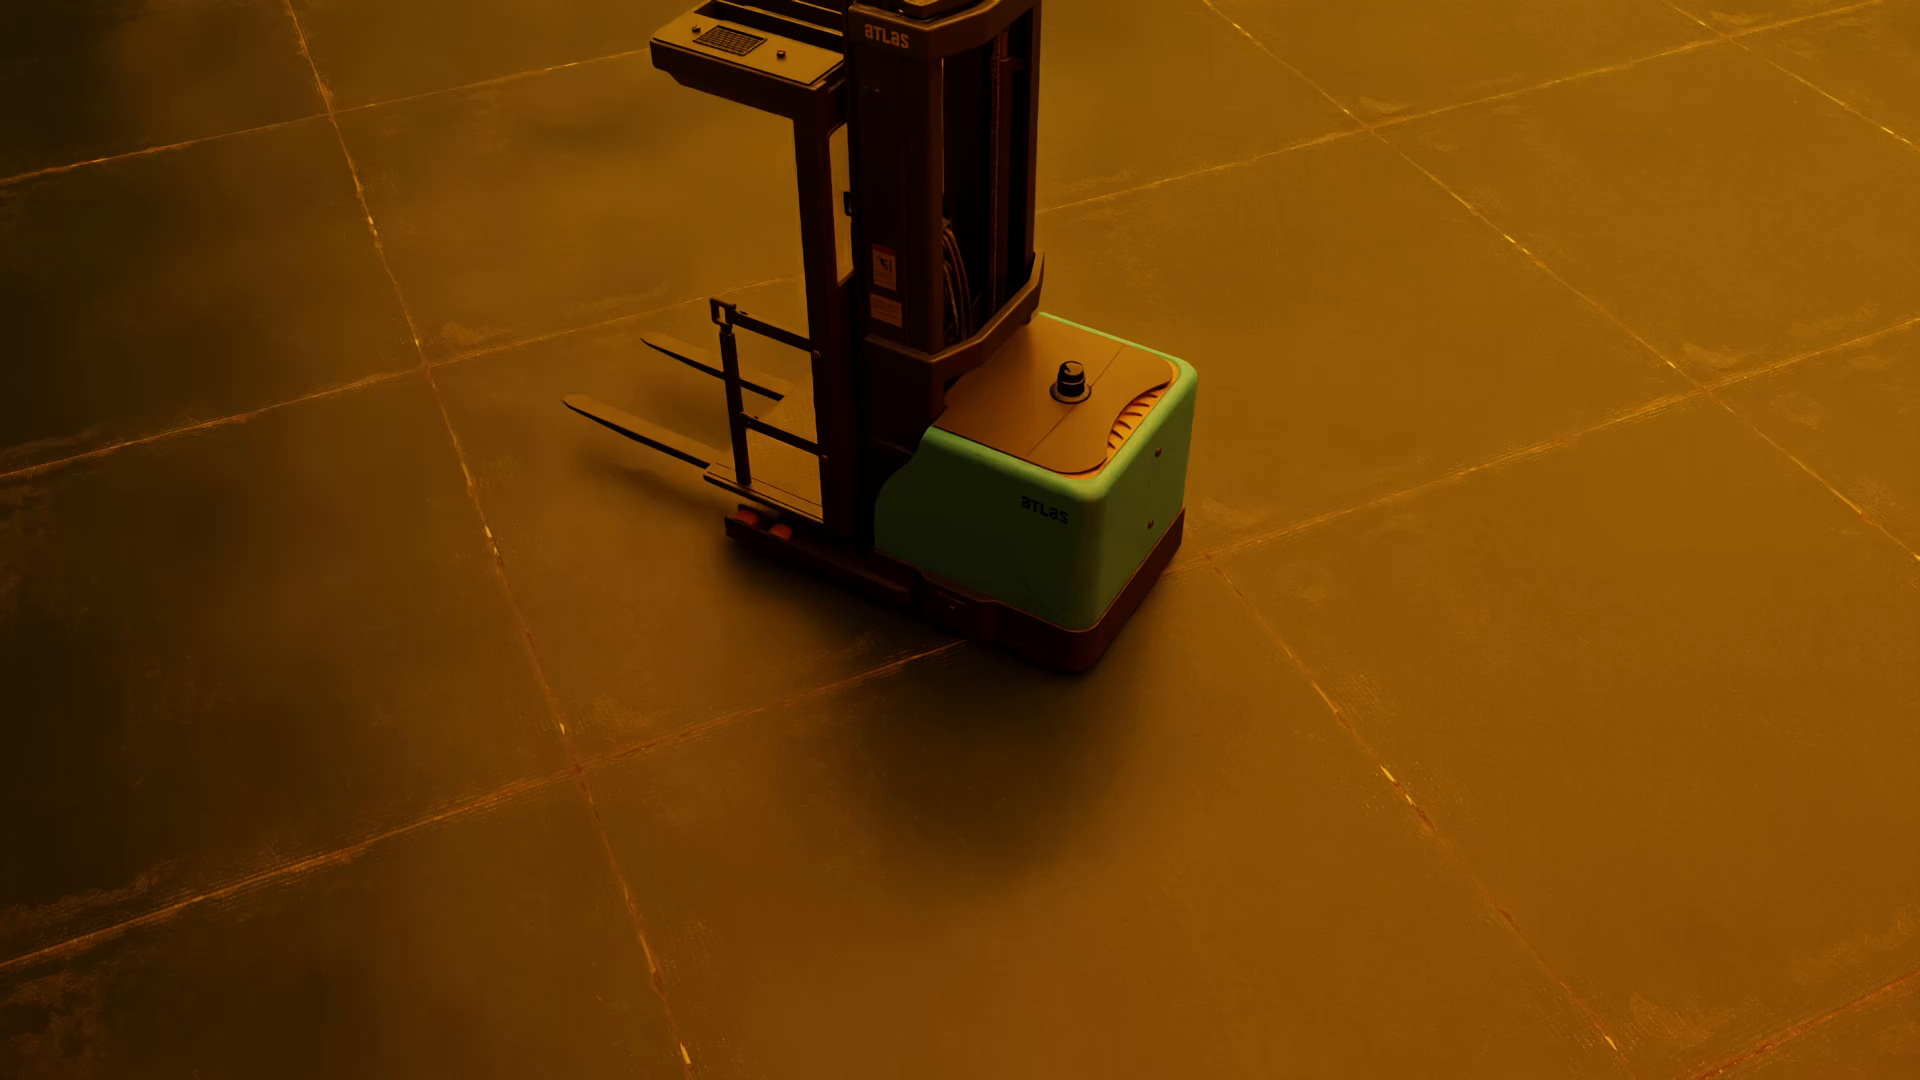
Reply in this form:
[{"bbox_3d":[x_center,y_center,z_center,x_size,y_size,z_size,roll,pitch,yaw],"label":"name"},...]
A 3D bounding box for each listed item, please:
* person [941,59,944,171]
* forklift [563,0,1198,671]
[{"bbox_3d":[-0.244,-2.837,9.630,0.549,1.674,0.549,-18,46,-19],"label":"person"},{"bbox_3d":[-0.503,-1.267,7.038,3.031,2.935,1.130,22,47,22],"label":"forklift"}]
